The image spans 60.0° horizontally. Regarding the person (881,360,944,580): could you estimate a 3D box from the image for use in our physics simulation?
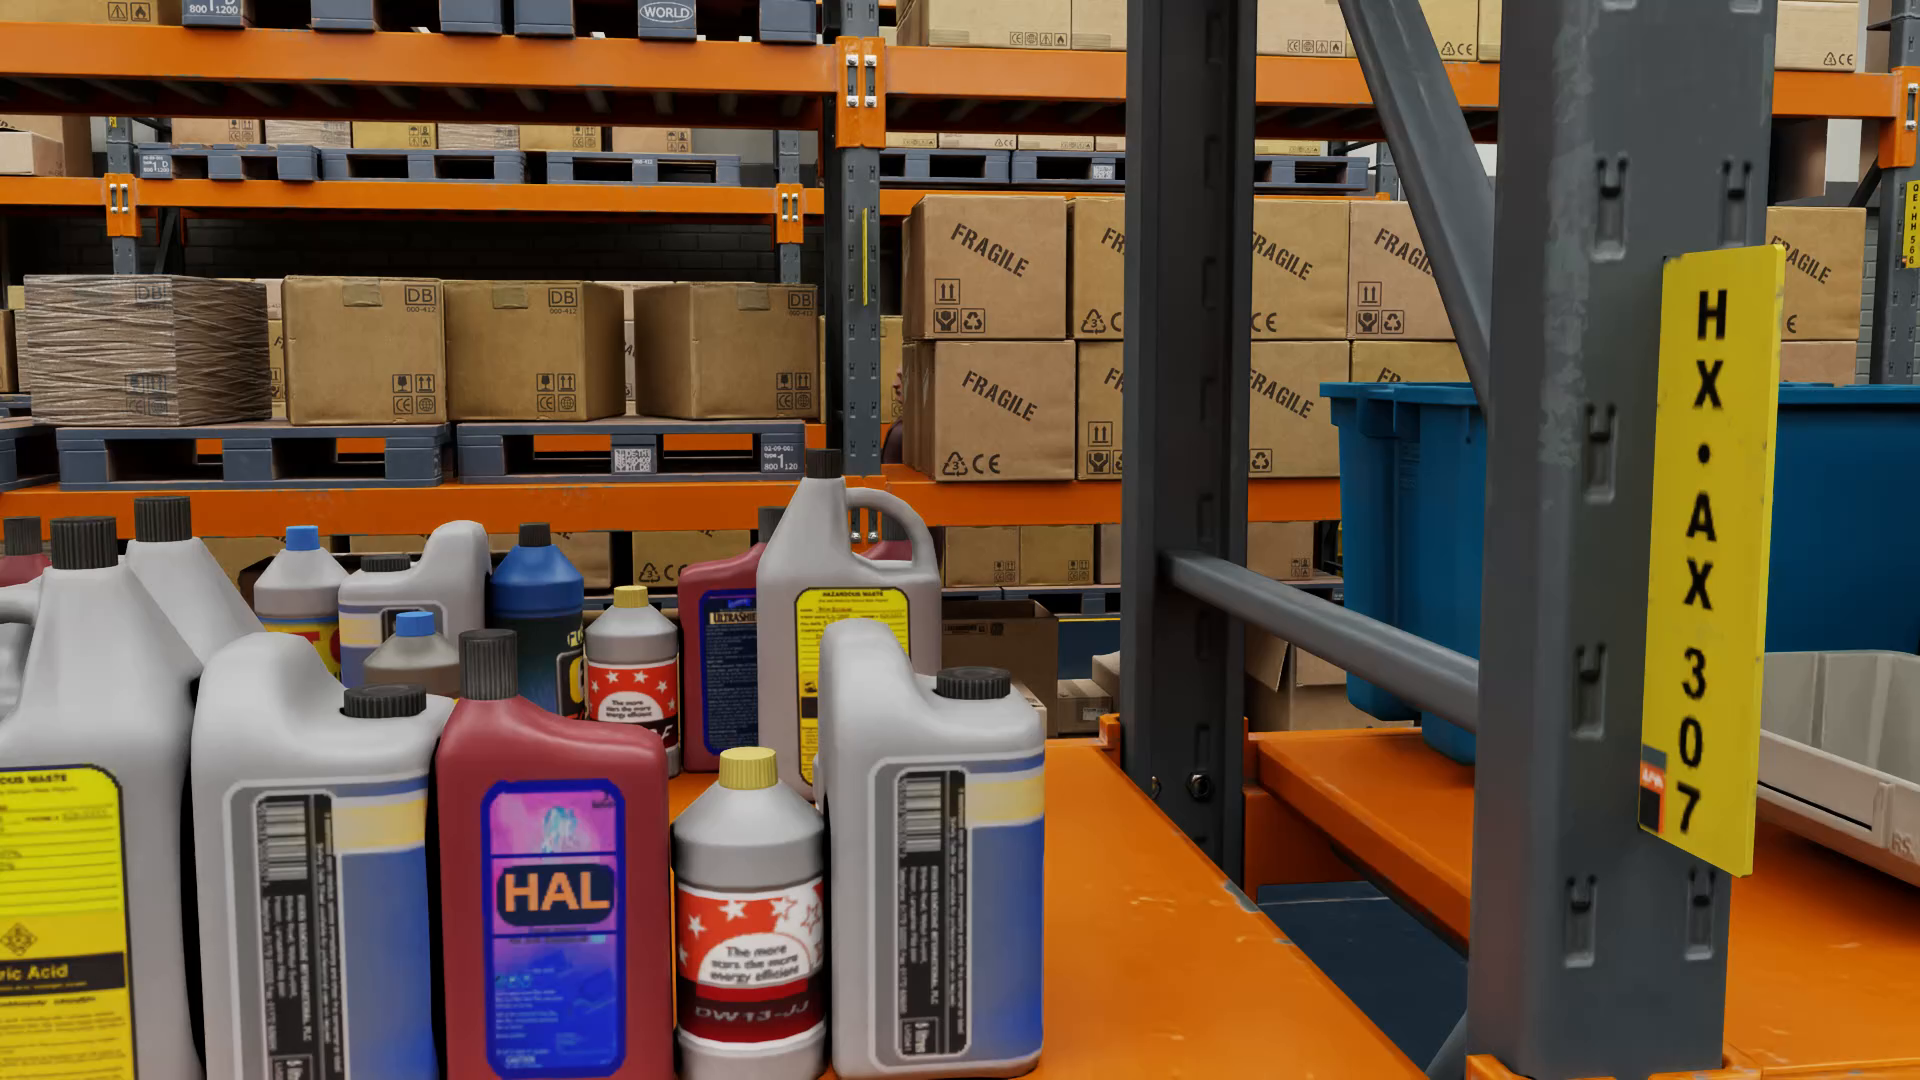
[{"bbox_3d":[-0.250,0.023,7.914,0.502,1.822,0.596,-1,6,-9],"label":"person"}]
